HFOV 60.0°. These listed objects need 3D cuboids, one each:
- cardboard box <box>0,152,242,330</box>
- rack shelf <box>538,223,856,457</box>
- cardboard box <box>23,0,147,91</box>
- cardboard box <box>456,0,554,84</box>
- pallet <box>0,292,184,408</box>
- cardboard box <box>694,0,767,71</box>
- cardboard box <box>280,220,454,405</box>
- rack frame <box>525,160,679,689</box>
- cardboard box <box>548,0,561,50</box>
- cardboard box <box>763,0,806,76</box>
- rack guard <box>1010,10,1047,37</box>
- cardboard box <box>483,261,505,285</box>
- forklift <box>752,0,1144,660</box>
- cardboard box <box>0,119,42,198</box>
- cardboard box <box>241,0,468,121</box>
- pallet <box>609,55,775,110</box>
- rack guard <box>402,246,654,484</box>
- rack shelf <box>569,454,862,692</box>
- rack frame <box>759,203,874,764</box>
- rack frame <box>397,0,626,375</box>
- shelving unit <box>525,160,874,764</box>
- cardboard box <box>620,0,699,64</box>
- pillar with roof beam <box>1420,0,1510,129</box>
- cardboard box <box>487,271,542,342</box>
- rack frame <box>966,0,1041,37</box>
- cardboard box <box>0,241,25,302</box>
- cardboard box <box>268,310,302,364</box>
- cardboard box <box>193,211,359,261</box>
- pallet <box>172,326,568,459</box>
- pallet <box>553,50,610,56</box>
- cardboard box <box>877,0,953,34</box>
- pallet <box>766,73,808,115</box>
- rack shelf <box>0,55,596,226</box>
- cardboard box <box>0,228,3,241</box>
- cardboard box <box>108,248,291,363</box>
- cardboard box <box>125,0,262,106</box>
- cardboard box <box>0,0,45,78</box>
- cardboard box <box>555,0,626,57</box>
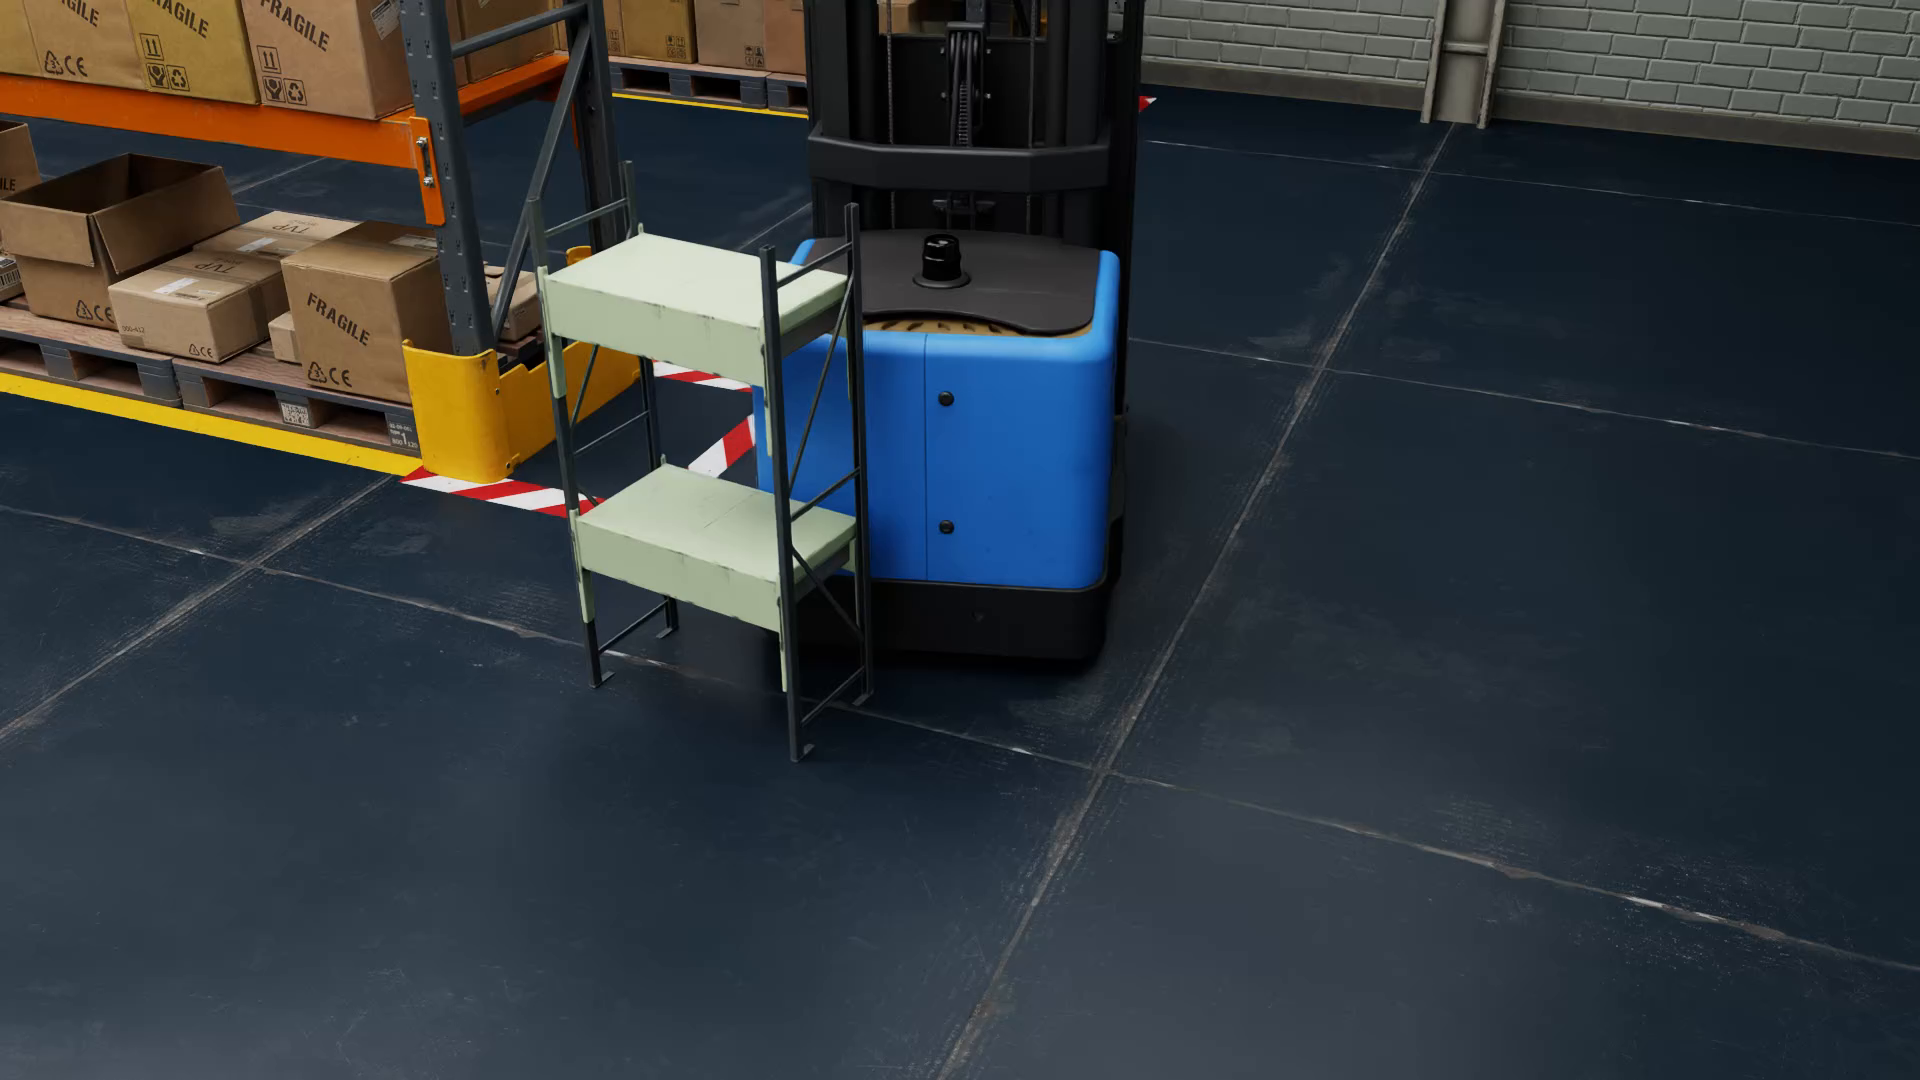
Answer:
[{"bbox_3d":[-3.544,-1.286,7.066,0.637,0.503,0.797,11,31,19],"label":"cardboard box"},{"bbox_3d":[-0.681,-0.544,4.396,0.720,0.370,0.431,16,33,26],"label":"rack shelf"},{"bbox_3d":[-3.040,-1.978,6.099,0.500,0.500,0.500,12,31,20],"label":"cardboard box"},{"bbox_3d":[-1.892,-2.032,6.195,0.500,0.500,0.500,12,32,20],"label":"cardboard box"},{"bbox_3d":[-3.516,-0.960,7.233,1.213,0.211,1.003,11,31,19],"label":"pallet"},{"bbox_3d":[-1.337,-3.409,10.847,0.500,0.500,0.700,10,31,17],"label":"cardboard box"},{"bbox_3d":[-2.176,-0.878,6.348,0.500,0.500,0.500,11,31,19],"label":"cardboard box"},{"bbox_3d":[-0.998,-0.295,4.747,0.023,1.500,0.400,16,33,26],"label":"rack frame"},{"bbox_3d":[-2.773,-3.695,11.352,0.500,0.500,0.700,12,32,20],"label":"cardboard box"},{"bbox_3d":[-0.871,-3.317,10.683,0.500,0.500,0.700,11,31,19],"label":"cardboard box"},{"bbox_3d":[0.301,-2.953,10.466,0.348,0.500,1.175,11,31,19],"label":"rack guard"},{"bbox_3d":[-2.070,-1.025,6.947,0.250,0.166,0.380,11,31,19],"label":"cardboard box"},{"bbox_3d":[0.071,-1.618,5.634,1.130,2.935,3.031,3,30,6],"label":"forklift"},{"bbox_3d":[-4.652,-1.653,7.720,0.500,0.500,0.500,11,31,19],"label":"cardboard box"},{"bbox_3d":[-2.097,-1.788,5.764,0.500,0.500,0.500,12,32,21],"label":"cardboard box"},{"bbox_3d":[-1.618,-3.170,11.144,1.213,0.211,1.003,11,31,19],"label":"pallet"},{"bbox_3d":[-1.650,-0.712,6.502,0.348,0.500,1.175,11,31,19],"label":"rack guard"},{"bbox_3d":[-0.681,0.079,4.748,0.720,0.370,0.431,16,33,26],"label":"rack shelf"},{"bbox_3d":[-0.364,-0.115,4.429,0.023,1.500,0.400,16,33,26],"label":"rack frame"},{"bbox_3d":[-1.580,-1.786,5.862,0.127,3.000,1.000,11,31,19],"label":"rack frame"},{"bbox_3d":[-0.681,-0.205,4.588,0.755,1.500,0.431,16,33,26],"label":"shelving unit"},{"bbox_3d":[-1.834,-3.505,11.015,0.500,0.500,0.700,12,32,20],"label":"cardboard box"},{"bbox_3d":[1.488,-4.589,4.724,0.400,9.000,9.100,11,31,19],"label":"pillar with roof beam"},{"bbox_3d":[-1.839,-0.971,6.869,0.250,0.149,0.380,11,31,19],"label":"cardboard box"},{"bbox_3d":[0.279,-4.045,9.859,0.127,3.000,1.000,11,31,19],"label":"rack frame"},{"bbox_3d":[-4.174,-1.152,7.173,0.250,0.166,0.380,11,31,19],"label":"cardboard box"},{"bbox_3d":[-2.518,-0.848,6.635,0.250,0.166,0.380,11,31,19],"label":"cardboard box"},{"bbox_3d":[-2.904,-1.196,7.164,0.500,0.250,0.500,11,31,19],"label":"cardboard box"},{"bbox_3d":[-2.390,-0.733,6.833,1.213,0.211,1.003,11,31,19],"label":"pallet"},{"bbox_3d":[-2.752,-3.395,11.542,1.213,0.211,1.003,11,31,19],"label":"pallet"},{"bbox_3d":[-0.407,-3.224,10.519,0.500,0.500,0.700,11,31,19],"label":"cardboard box"},{"bbox_3d":[-0.491,-2.944,10.744,1.213,0.211,1.003,11,31,19],"label":"pallet"},{"bbox_3d":[-3.433,-1.843,6.693,4.000,0.370,1.077,11,31,19],"label":"rack shelf"},{"bbox_3d":[-3.957,-1.432,7.521,0.500,0.311,0.500,11,31,19],"label":"cardboard box"},{"bbox_3d":[-3.045,-0.958,6.744,0.500,0.250,0.500,11,31,19],"label":"cardboard box"},{"bbox_3d":[-2.579,-1.883,5.931,0.500,0.500,0.500,12,31,20],"label":"cardboard box"},{"bbox_3d":[-3.507,-2.071,6.264,0.500,0.500,0.500,11,31,18],"label":"cardboard box"},{"bbox_3d":[-2.309,-3.601,11.185,0.500,0.500,0.700,11,31,19],"label":"cardboard box"}]
